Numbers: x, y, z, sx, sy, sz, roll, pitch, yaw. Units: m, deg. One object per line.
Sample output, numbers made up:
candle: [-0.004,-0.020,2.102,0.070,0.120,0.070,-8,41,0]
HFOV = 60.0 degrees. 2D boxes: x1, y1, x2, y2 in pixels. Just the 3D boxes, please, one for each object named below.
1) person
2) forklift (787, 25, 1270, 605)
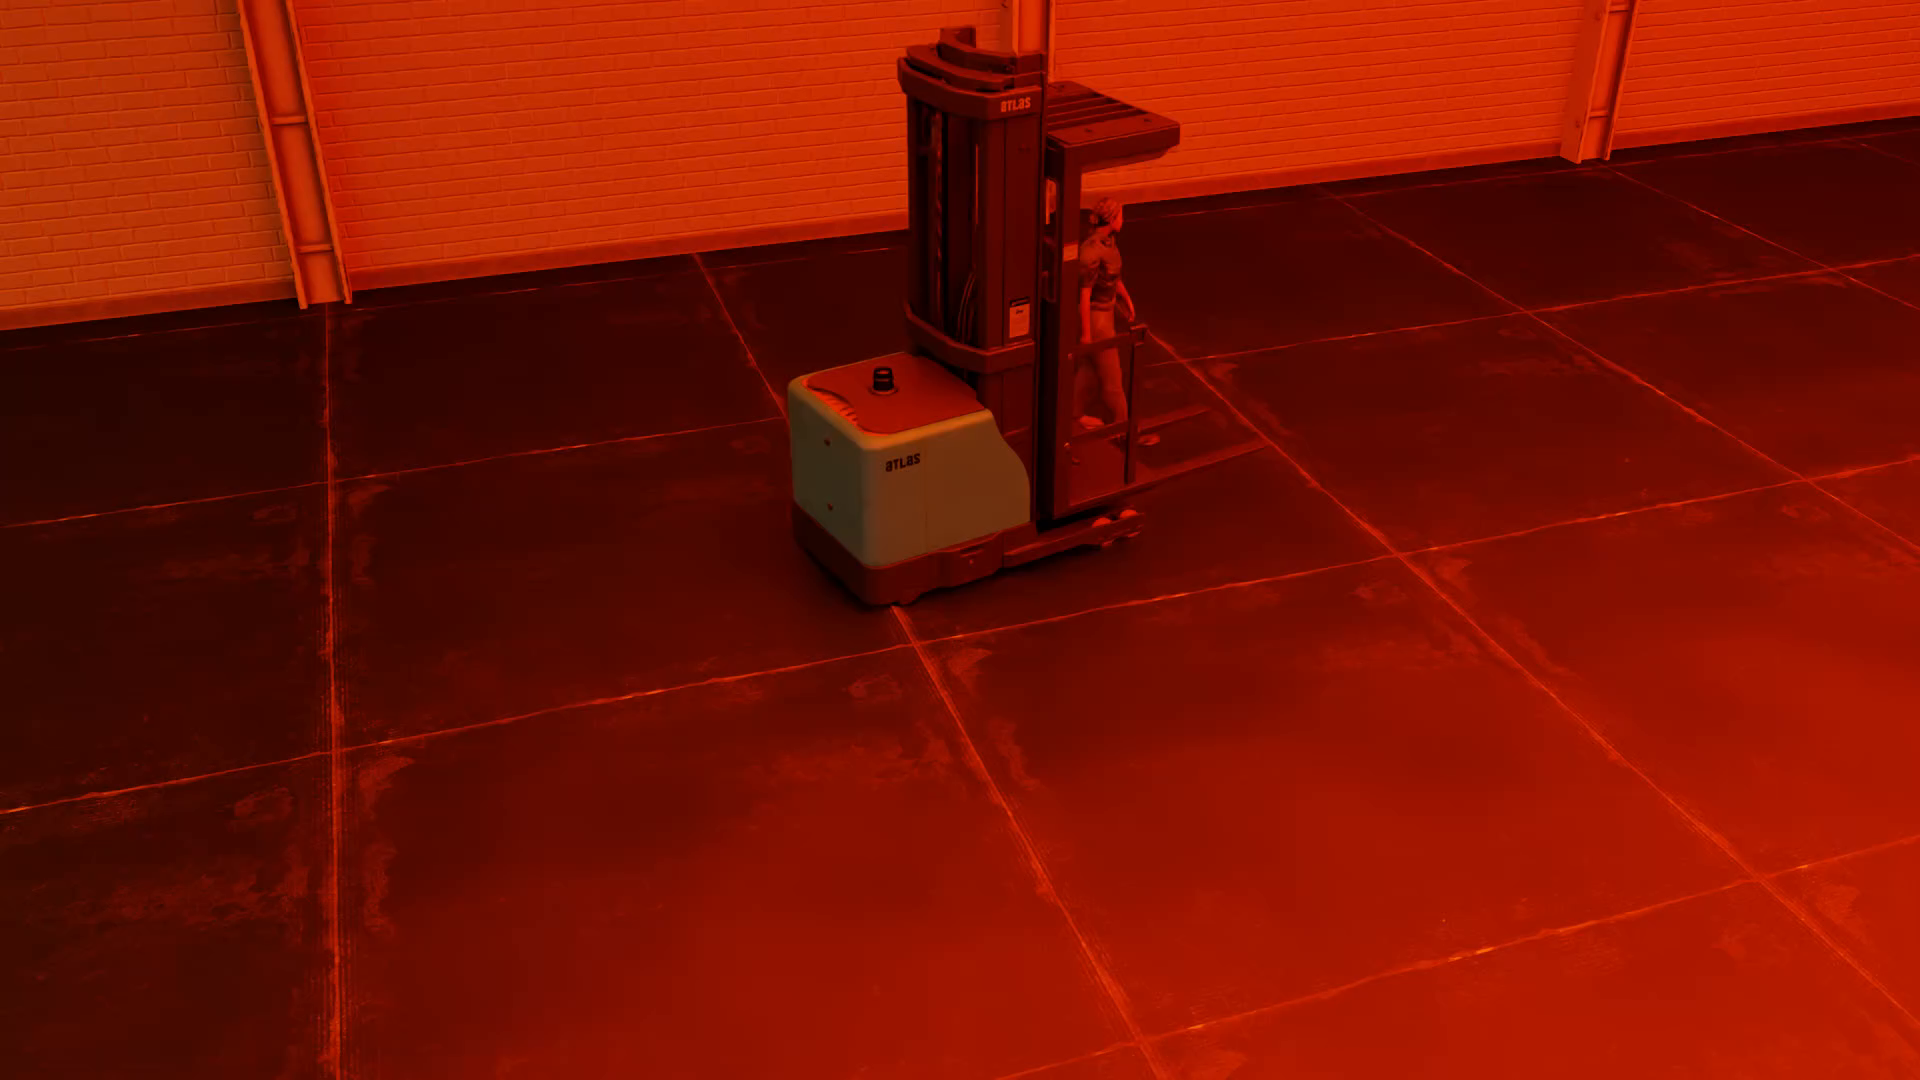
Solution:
person: [1.019,-1.439,10.893,0.706,1.636,0.625,6,31,11]
forklift: [0.523,-1.442,9.593,3.031,2.935,1.130,-17,34,-27]
